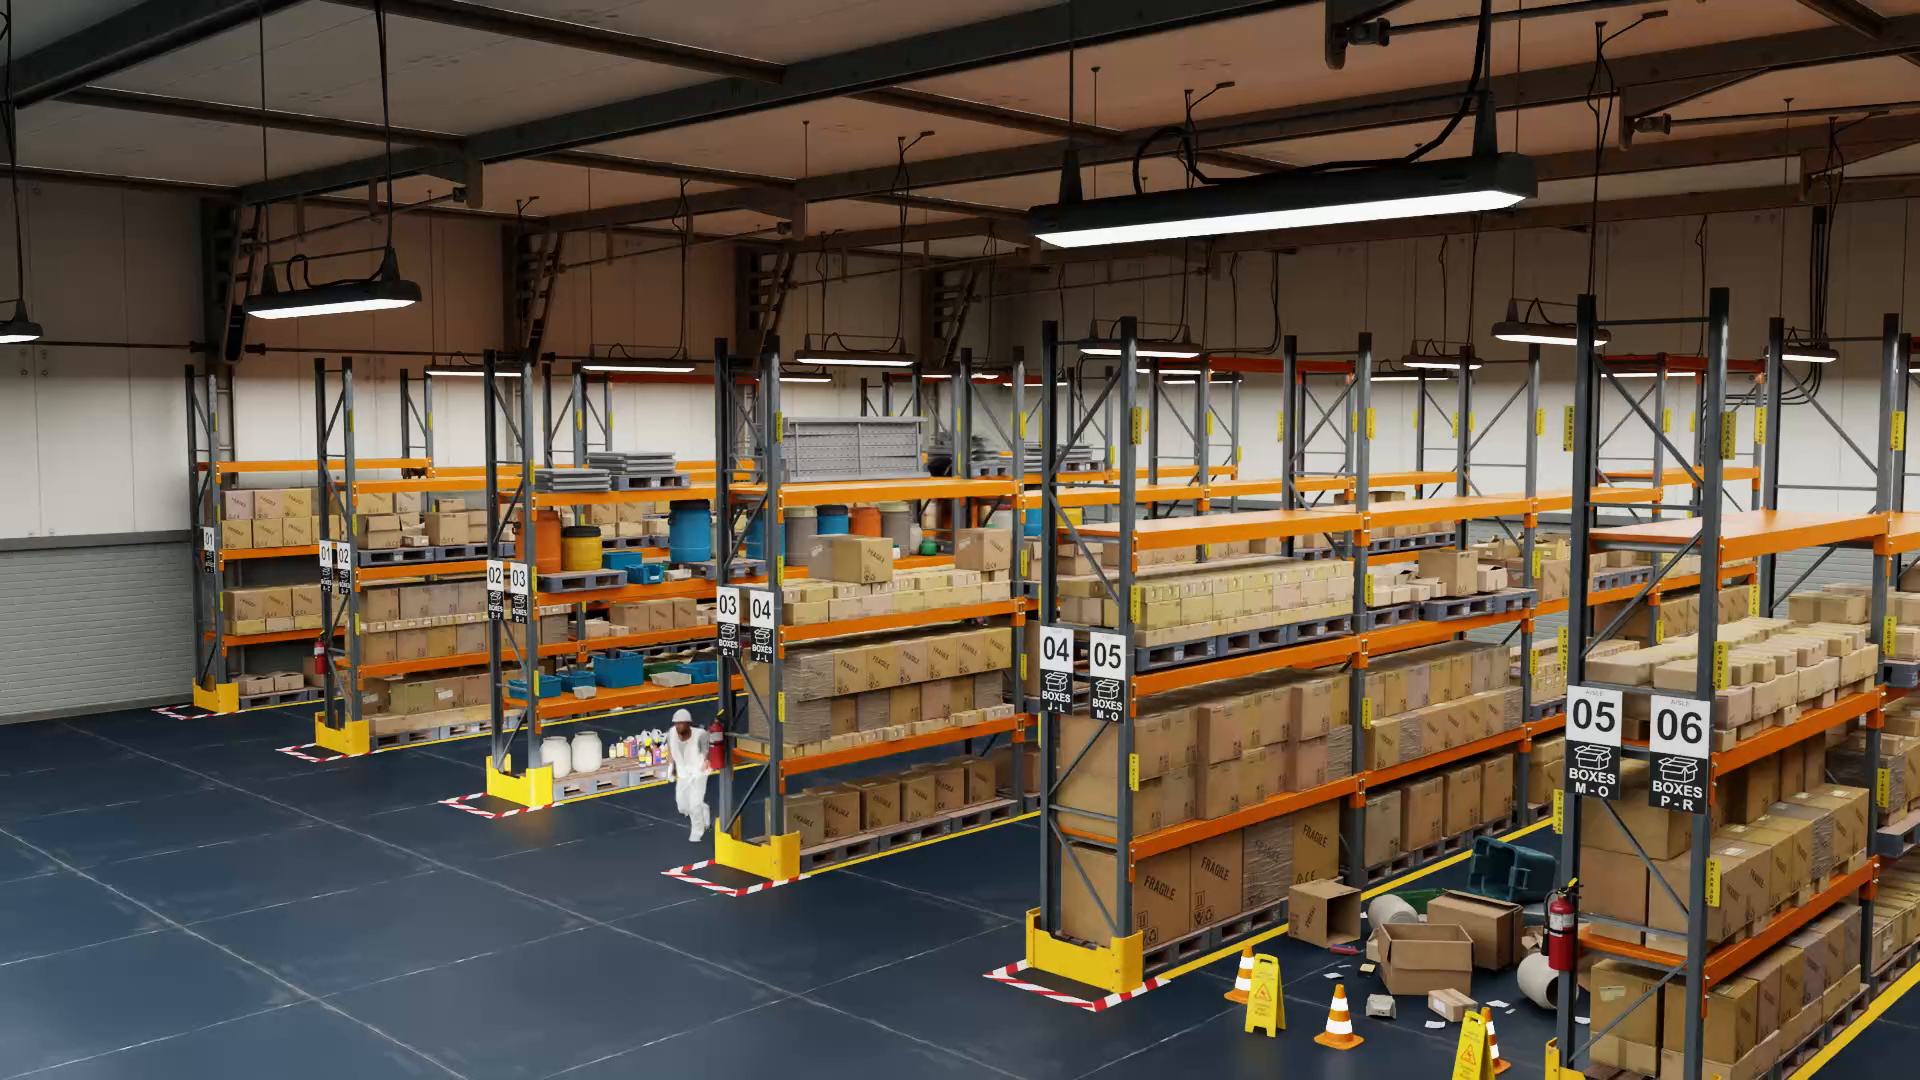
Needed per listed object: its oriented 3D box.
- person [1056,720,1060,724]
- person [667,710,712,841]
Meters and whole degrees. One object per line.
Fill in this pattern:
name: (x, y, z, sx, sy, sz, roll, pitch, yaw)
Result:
person: (1.557, 2.429, 25.595, 0.573, 1.622, 0.907, 4, 6, 39)
person: (-3.239, 2.805, 19.993, 0.686, 1.618, 0.722, 2, 5, 23)
